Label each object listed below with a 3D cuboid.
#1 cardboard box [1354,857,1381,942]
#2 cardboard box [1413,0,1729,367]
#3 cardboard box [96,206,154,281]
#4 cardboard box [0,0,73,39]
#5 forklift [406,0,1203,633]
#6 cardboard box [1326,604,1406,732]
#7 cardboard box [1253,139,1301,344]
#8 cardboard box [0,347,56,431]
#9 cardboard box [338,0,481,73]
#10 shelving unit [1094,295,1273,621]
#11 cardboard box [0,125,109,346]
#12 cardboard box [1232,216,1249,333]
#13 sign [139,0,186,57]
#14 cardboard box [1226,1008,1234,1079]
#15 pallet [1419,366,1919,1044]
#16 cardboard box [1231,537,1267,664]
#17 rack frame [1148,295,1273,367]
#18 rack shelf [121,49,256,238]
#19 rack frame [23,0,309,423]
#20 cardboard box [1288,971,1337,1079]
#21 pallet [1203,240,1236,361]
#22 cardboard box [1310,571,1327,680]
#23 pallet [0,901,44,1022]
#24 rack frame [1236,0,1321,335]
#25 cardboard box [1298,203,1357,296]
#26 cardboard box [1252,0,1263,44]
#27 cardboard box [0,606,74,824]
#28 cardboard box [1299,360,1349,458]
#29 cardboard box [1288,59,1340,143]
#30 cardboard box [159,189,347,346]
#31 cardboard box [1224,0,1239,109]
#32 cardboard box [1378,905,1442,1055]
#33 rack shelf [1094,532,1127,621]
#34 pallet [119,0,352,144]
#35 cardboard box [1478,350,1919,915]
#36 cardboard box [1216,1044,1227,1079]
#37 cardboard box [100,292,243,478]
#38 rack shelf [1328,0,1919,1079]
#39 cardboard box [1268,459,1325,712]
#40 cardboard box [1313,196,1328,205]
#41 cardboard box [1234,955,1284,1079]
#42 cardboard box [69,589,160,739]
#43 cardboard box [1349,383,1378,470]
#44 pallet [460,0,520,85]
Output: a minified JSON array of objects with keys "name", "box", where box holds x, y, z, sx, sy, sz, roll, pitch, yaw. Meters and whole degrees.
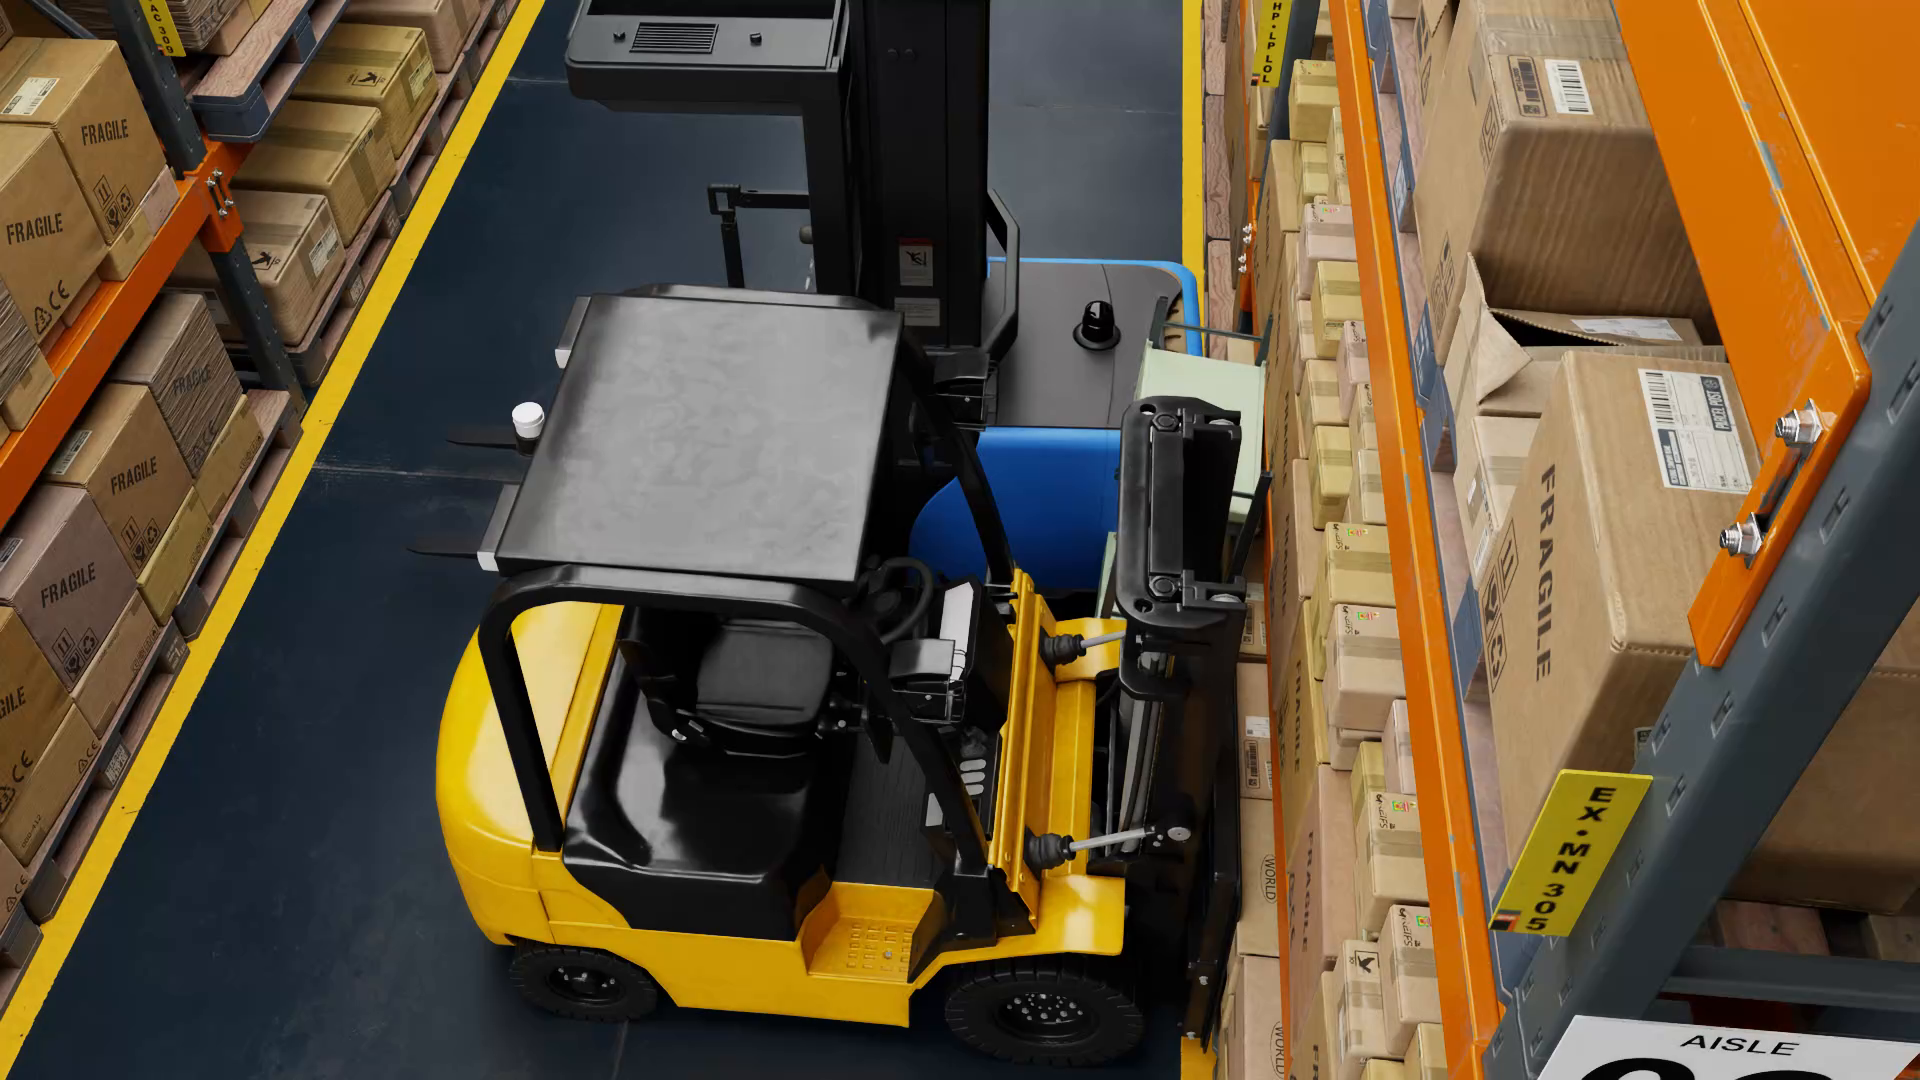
[{"name":"cardboard box","box":[1.043,0.781,3.521,0.380,0.149,0.250,5,48,4]},{"name":"cardboard box","box":[1.203,-0.625,2.862,0.700,0.500,0.500,4,48,4]},{"name":"cardboard box","box":[-3.108,-1.061,5.884,0.380,0.149,0.250,5,48,4]},{"name":"cardboard box","box":[-3.553,-2.217,6.217,0.500,0.500,0.500,3,48,3]},{"name":"forklift","box":[-0.625,-1.007,5.711,3.031,2.935,1.130,2,48,2]},{"name":"cardboard box","box":[1.034,0.299,3.761,0.380,0.149,0.250,5,48,4]},{"name":"cardboard box","box":[1.277,-0.981,5.573,0.500,0.500,0.500,3,48,2]},{"name":"cardboard box","box":[-3.181,-0.498,5.369,0.380,0.149,0.250,3,48,3]},{"name":"cardboard box","box":[-3.122,-2.824,8.822,0.950,0.372,0.625,3,48,3]},{"name":"shelving unit","box":[0.719,0.008,5.716,0.431,1.500,0.755,10,48,2]},{"name":"cardboard box","box":[-3.199,-0.999,5.387,0.500,0.500,0.500,5,48,5]},{"name":"cardboard box","box":[1.613,-0.980,6.964,0.875,0.625,0.625,6,48,5]},{"name":"sign","box":[-2.825,-1.848,5.847,0.100,0.325,0.005,4,48,4]},{"name":"cardboard box","box":[1.002,1.555,4.561,0.500,0.250,0.500,3,48,3]},{"name":"pallet","box":[1.303,0.183,2.603,1.003,0.211,1.213,4,48,4]},{"name":"cardboard box","box":[1.130,0.269,5.398,0.500,0.250,0.500,5,48,5]},{"name":"rack frame","box":[0.776,-0.257,5.962,0.400,1.500,0.023,10,48,2]},{"name":"rack shelf","box":[-3.184,-2.814,7.804,1.077,0.370,4.000,4,48,4]},{"name":"rack frame","box":[-3.366,-1.587,6.194,1.000,3.000,0.127,4,48,4]},{"name":"cardboard box","box":[0.996,1.271,3.513,0.500,0.500,0.500,3,48,3]},{"name":"pallet","box":[1.605,-0.859,7.418,1.003,0.211,1.213,4,48,4]},{"name":"cardboard box","box":[1.058,0.213,4.041,0.380,0.149,0.250,4,48,4]},{"name":"pallet","box":[-3.615,1.643,5.130,1.003,0.211,1.213,4,48,4]},{"name":"rack frame","box":[1.577,-1.256,5.892,1.000,3.000,0.127,4,48,4]},{"name":"cardboard box","box":[1.179,-0.826,4.790,0.380,0.149,0.250,5,48,4]},{"name":"cardboard box","box":[1.407,-2.130,6.454,0.500,0.250,0.500,3,48,3]},{"name":"cardboard box","box":[-3.283,0.542,5.318,0.500,0.500,0.500,5,48,4]},{"name":"cardboard box","box":[1.141,-0.353,4.559,0.380,0.149,0.250,2,48,2]},{"name":"cardboard box","box":[1.253,-1.394,5.310,0.380,0.149,0.250,5,48,4]},{"name":"cardboard box","box":[-3.321,-1.227,7.362,0.950,0.372,0.625,4,48,4]},{"name":"cardboard box","box":[1.819,-2.597,8.443,0.875,0.625,0.625,5,48,5]},{"name":"cardboard box","box":[1.027,0.870,3.239,0.380,0.149,0.250,4,48,4]},{"name":"rack shelf","box":[0.691,0.226,5.957,0.431,0.370,0.720,10,48,2]},{"name":"pallet","box":[-3.152,-2.074,6.770,1.003,0.211,1.213,4,48,4]},{"name":"cardboard box","box":[1.010,0.120,2.180,0.500,0.500,0.500,5,48,5]},{"name":"cardboard box","box":[0.995,1.739,4.732,0.500,0.250,0.500,4,48,4]},{"name":"cardboard box","box":[-3.153,-0.601,6.363,0.500,0.500,0.500,3,48,3]},{"name":"rack shelf","box":[1.395,-0.622,3.634,0.919,0.124,3.809,4,48,4]},{"name":"cardboard box","box":[1.134,0.143,4.544,0.500,0.500,0.500,4,48,4]},{"name":"cardboard box","box":[1.268,-0.908,5.066,0.380,0.149,0.250,4,48,3]},{"name":"cardboard box","box":[0.985,1.398,4.366,0.500,0.250,0.500,5,48,4]},{"name":"cardboard box","box":[-3.242,0.417,5.940,0.500,0.250,0.500,5,48,4]},{"name":"cardboard box","box":[1.209,-0.258,4.270,0.380,0.149,0.250,4,48,4]},{"name":"pallet","box":[-3.074,-3.011,9.387,1.003,0.211,1.213,4,48,4]}]
